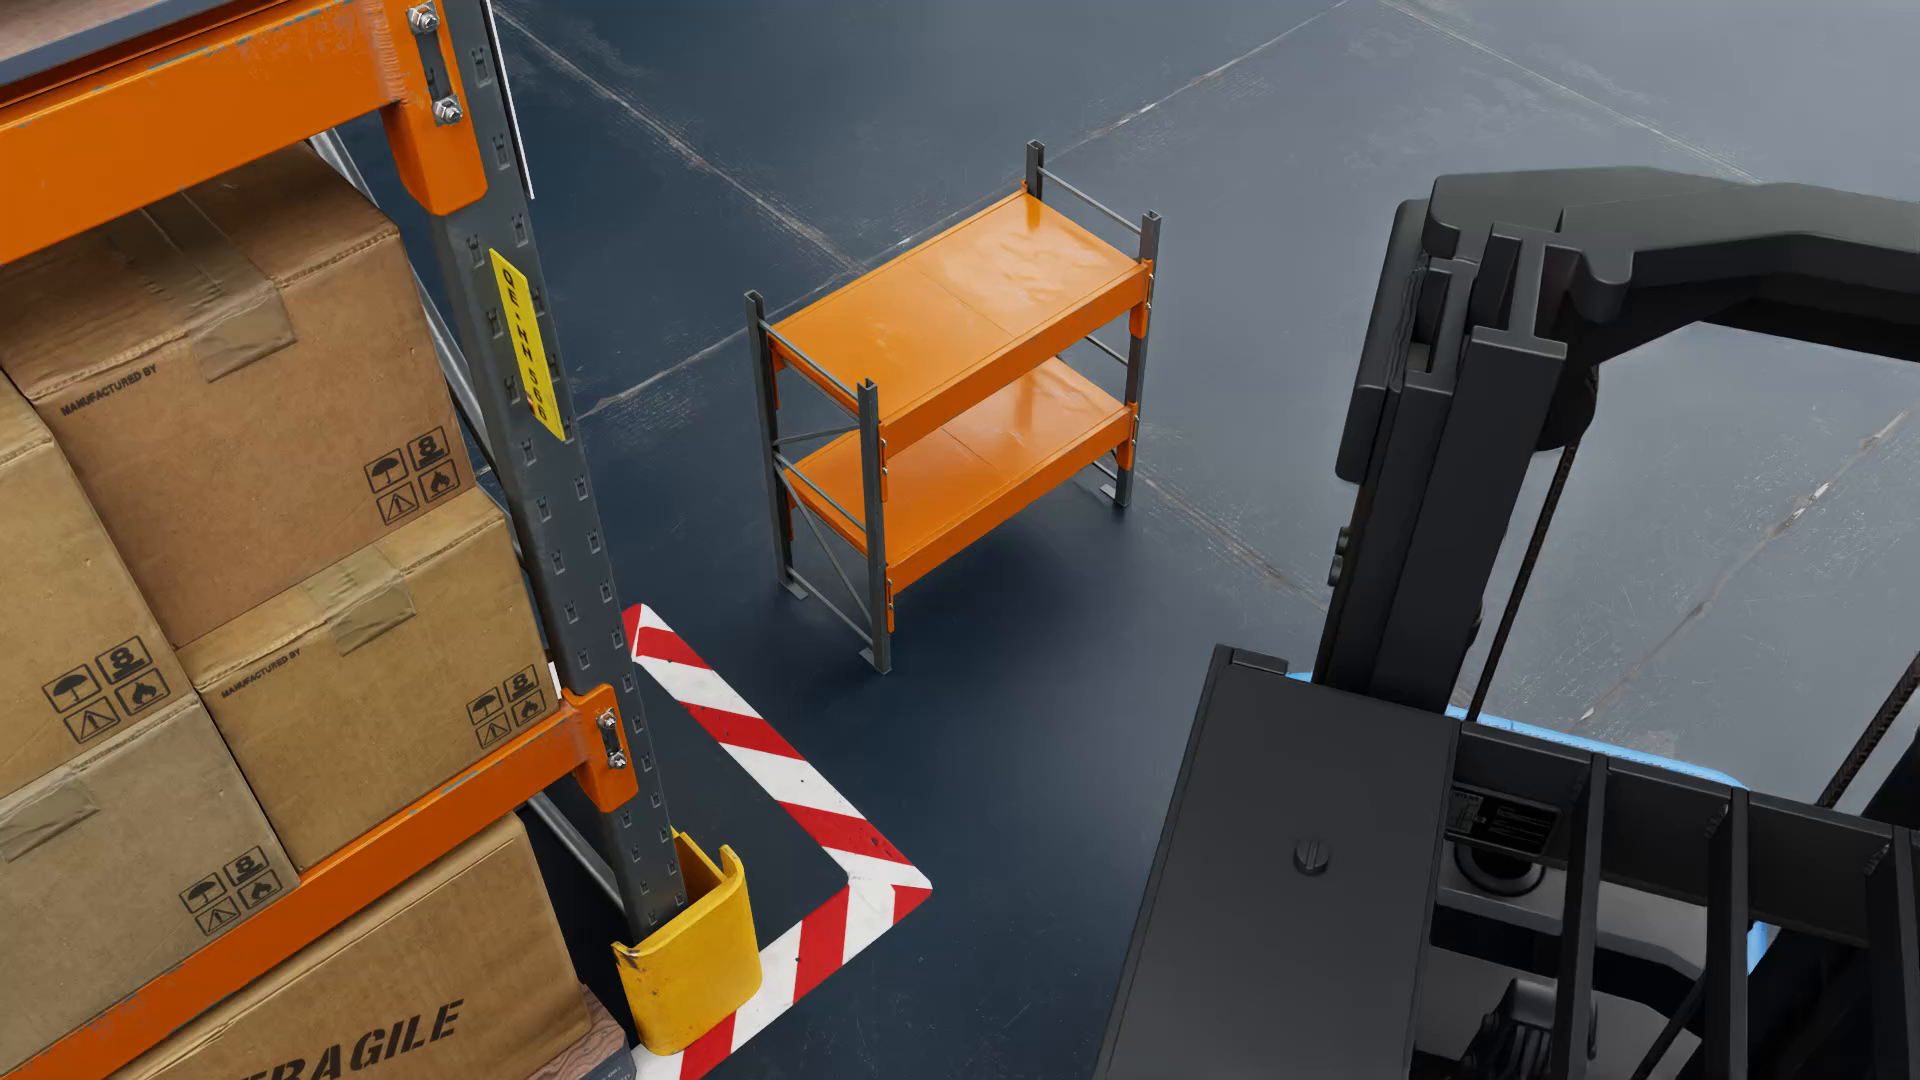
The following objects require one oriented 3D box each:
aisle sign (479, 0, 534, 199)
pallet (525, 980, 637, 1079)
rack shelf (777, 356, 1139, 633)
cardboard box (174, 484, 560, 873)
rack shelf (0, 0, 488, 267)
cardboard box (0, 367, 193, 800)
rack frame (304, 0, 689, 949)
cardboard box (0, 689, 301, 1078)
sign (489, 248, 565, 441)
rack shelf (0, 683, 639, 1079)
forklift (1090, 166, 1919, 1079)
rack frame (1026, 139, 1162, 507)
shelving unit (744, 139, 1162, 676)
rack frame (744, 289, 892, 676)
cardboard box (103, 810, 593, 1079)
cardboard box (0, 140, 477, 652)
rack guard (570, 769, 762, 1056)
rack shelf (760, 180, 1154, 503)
[{"bbox_3d":[-0.758,-0.875,2.247,0.004,0.787,0.394,-34,56,-27],"label":"aisle sign"},{"bbox_3d":[-1.552,1.262,3.942,1.213,0.211,1.003,-34,56,-27],"label":"pallet"},{"bbox_3d":[-0.005,-0.212,5.013,1.000,0.278,0.538,-34,56,-27],"label":"rack shelf"},{"bbox_3d":[-1.257,0.036,3.074,0.550,0.550,0.875,-34,56,-27],"label":"cardboard box"},{"bbox_3d":[-2.492,0.095,1.570,4.000,0.370,1.077,-34,56,-27],"label":"rack shelf"},{"bbox_3d":[-1.658,-0.054,2.422,0.550,0.550,0.875,-34,56,-27],"label":"cardboard box"},{"bbox_3d":[-1.013,-0.121,3.321,0.127,3.000,1.000,-34,56,-27],"label":"rack frame"},{"bbox_3d":[-1.649,0.320,2.812,0.550,0.550,0.875,-34,56,-27],"label":"cardboard box"},{"bbox_3d":[-0.658,-0.292,2.530,0.005,0.325,0.100,-34,56,-27],"label":"sign"},{"bbox_3d":[-2.492,1.112,2.673,4.000,0.370,1.077,-34,56,-27],"label":"rack shelf"},{"bbox_3d":[0.691,1.141,2.203,1.130,2.935,3.031,13,49,12],"label":"forklift"},{"bbox_3d":[0.371,-0.629,5.065,0.032,1.125,0.500,-34,56,-27],"label":"rack frame"},{"bbox_3d":[-0.005,-0.378,4.834,1.048,1.125,0.538,-34,56,-27],"label":"shelving unit"},{"bbox_3d":[-0.381,-0.127,4.602,0.032,1.125,0.500,-34,56,-27],"label":"rack frame"},{"bbox_3d":[-1.470,0.828,3.605,0.875,0.875,0.875,-33,56,-27],"label":"cardboard box"},{"bbox_3d":[-1.313,-0.376,2.719,0.550,0.550,0.875,-34,56,-27],"label":"cardboard box"},{"bbox_3d":[-0.995,0.715,4.250,0.348,0.500,1.175,-34,56,-27],"label":"rack guard"},{"bbox_3d":[-0.005,-0.577,4.618,1.000,0.278,0.538,-34,56,-27],"label":"rack shelf"}]
